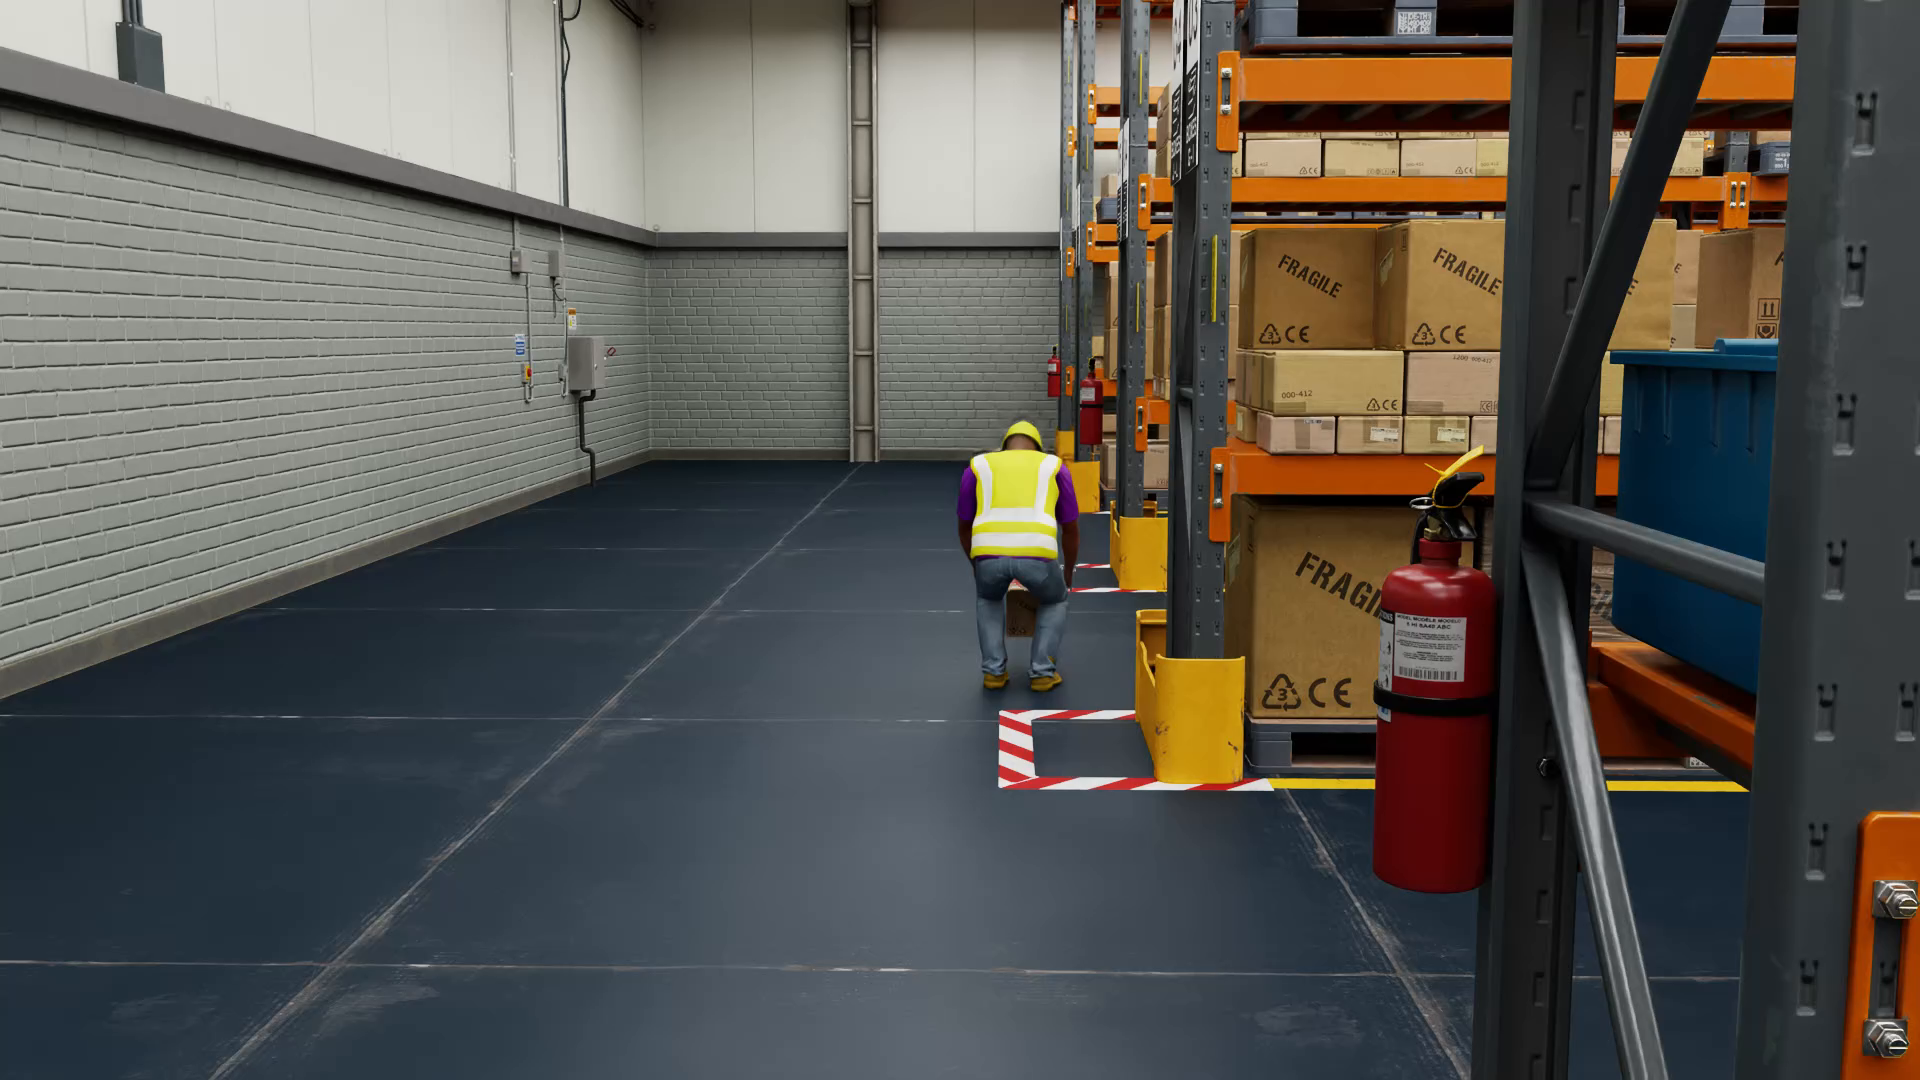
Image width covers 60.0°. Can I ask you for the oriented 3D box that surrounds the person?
[{"bbox_3d":[0.272,0.073,8.399,0.630,1.317,0.802,2,7,12],"label":"person"}]
